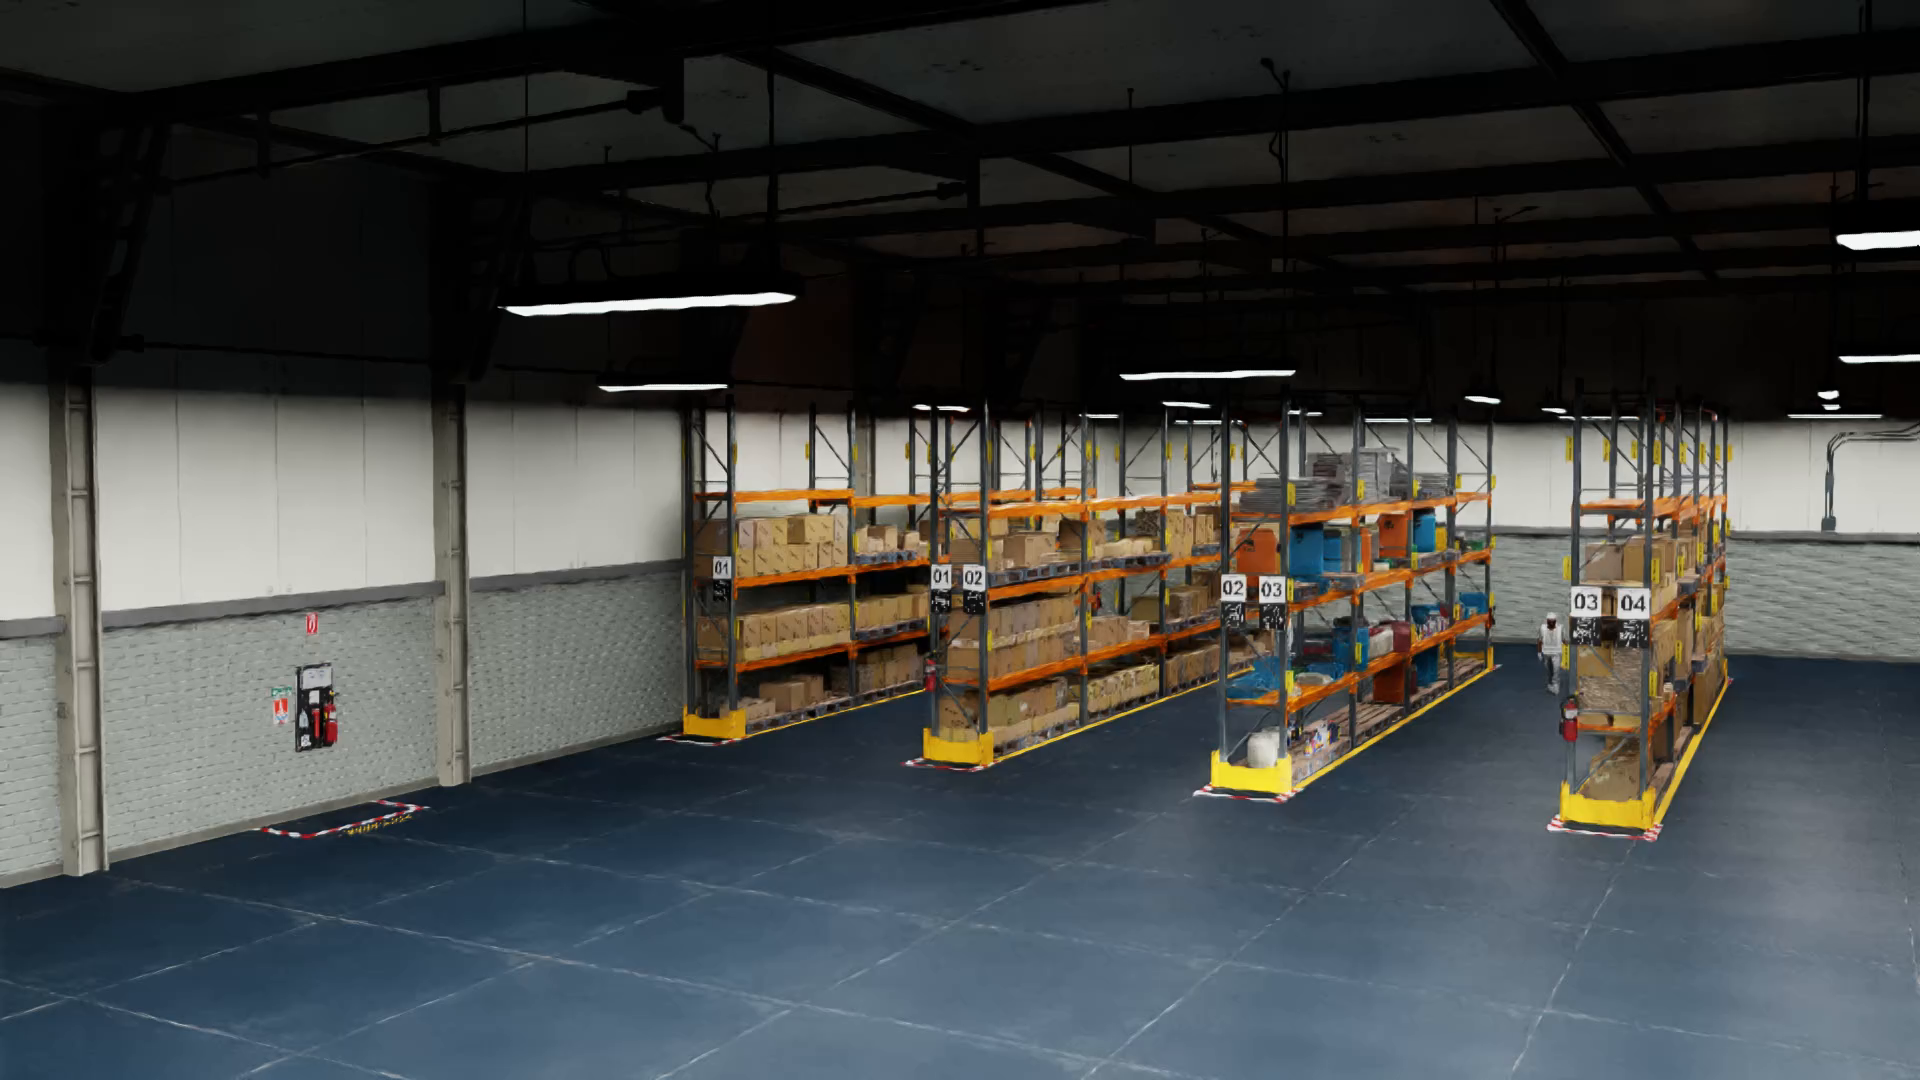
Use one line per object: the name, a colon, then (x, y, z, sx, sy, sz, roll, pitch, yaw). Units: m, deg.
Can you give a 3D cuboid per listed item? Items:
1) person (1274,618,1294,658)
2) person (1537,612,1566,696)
person: (7.139, 2.248, 36.736, 0.500, 1.625, 0.980, 2, 3, 27)
person: (12.212, 2.323, 34.352, 0.568, 1.703, 1.106, 2, 3, 30)
